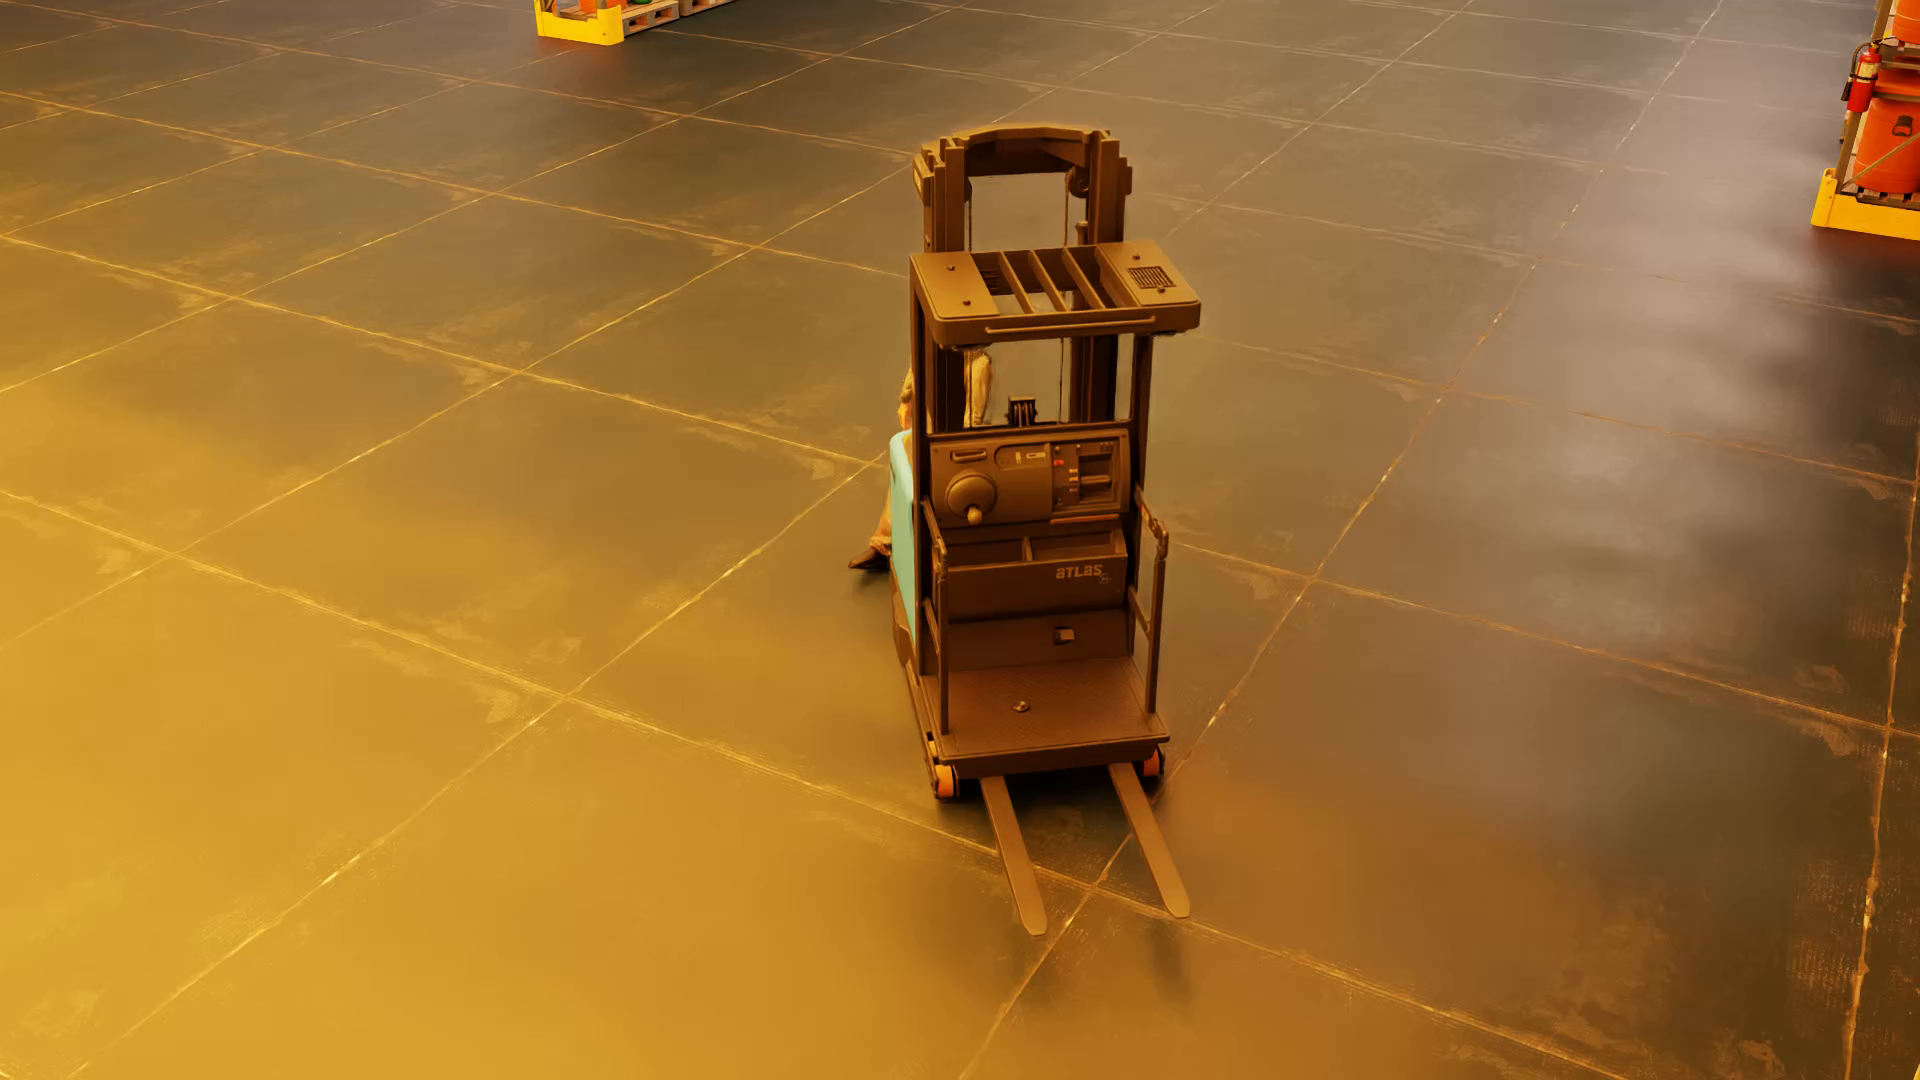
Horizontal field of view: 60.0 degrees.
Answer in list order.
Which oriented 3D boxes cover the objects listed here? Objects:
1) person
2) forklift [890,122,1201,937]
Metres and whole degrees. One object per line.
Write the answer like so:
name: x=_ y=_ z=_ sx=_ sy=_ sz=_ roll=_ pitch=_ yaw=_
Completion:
person: x=-0.181 y=-0.532 z=9.345 sx=0.889 sy=1.653 sz=0.810 roll=-26 pitch=39 yaw=-37
forklift: x=0.367 y=-0.239 z=7.485 sx=1.130 sy=2.935 sz=3.031 roll=-5 pitch=30 yaw=-8
